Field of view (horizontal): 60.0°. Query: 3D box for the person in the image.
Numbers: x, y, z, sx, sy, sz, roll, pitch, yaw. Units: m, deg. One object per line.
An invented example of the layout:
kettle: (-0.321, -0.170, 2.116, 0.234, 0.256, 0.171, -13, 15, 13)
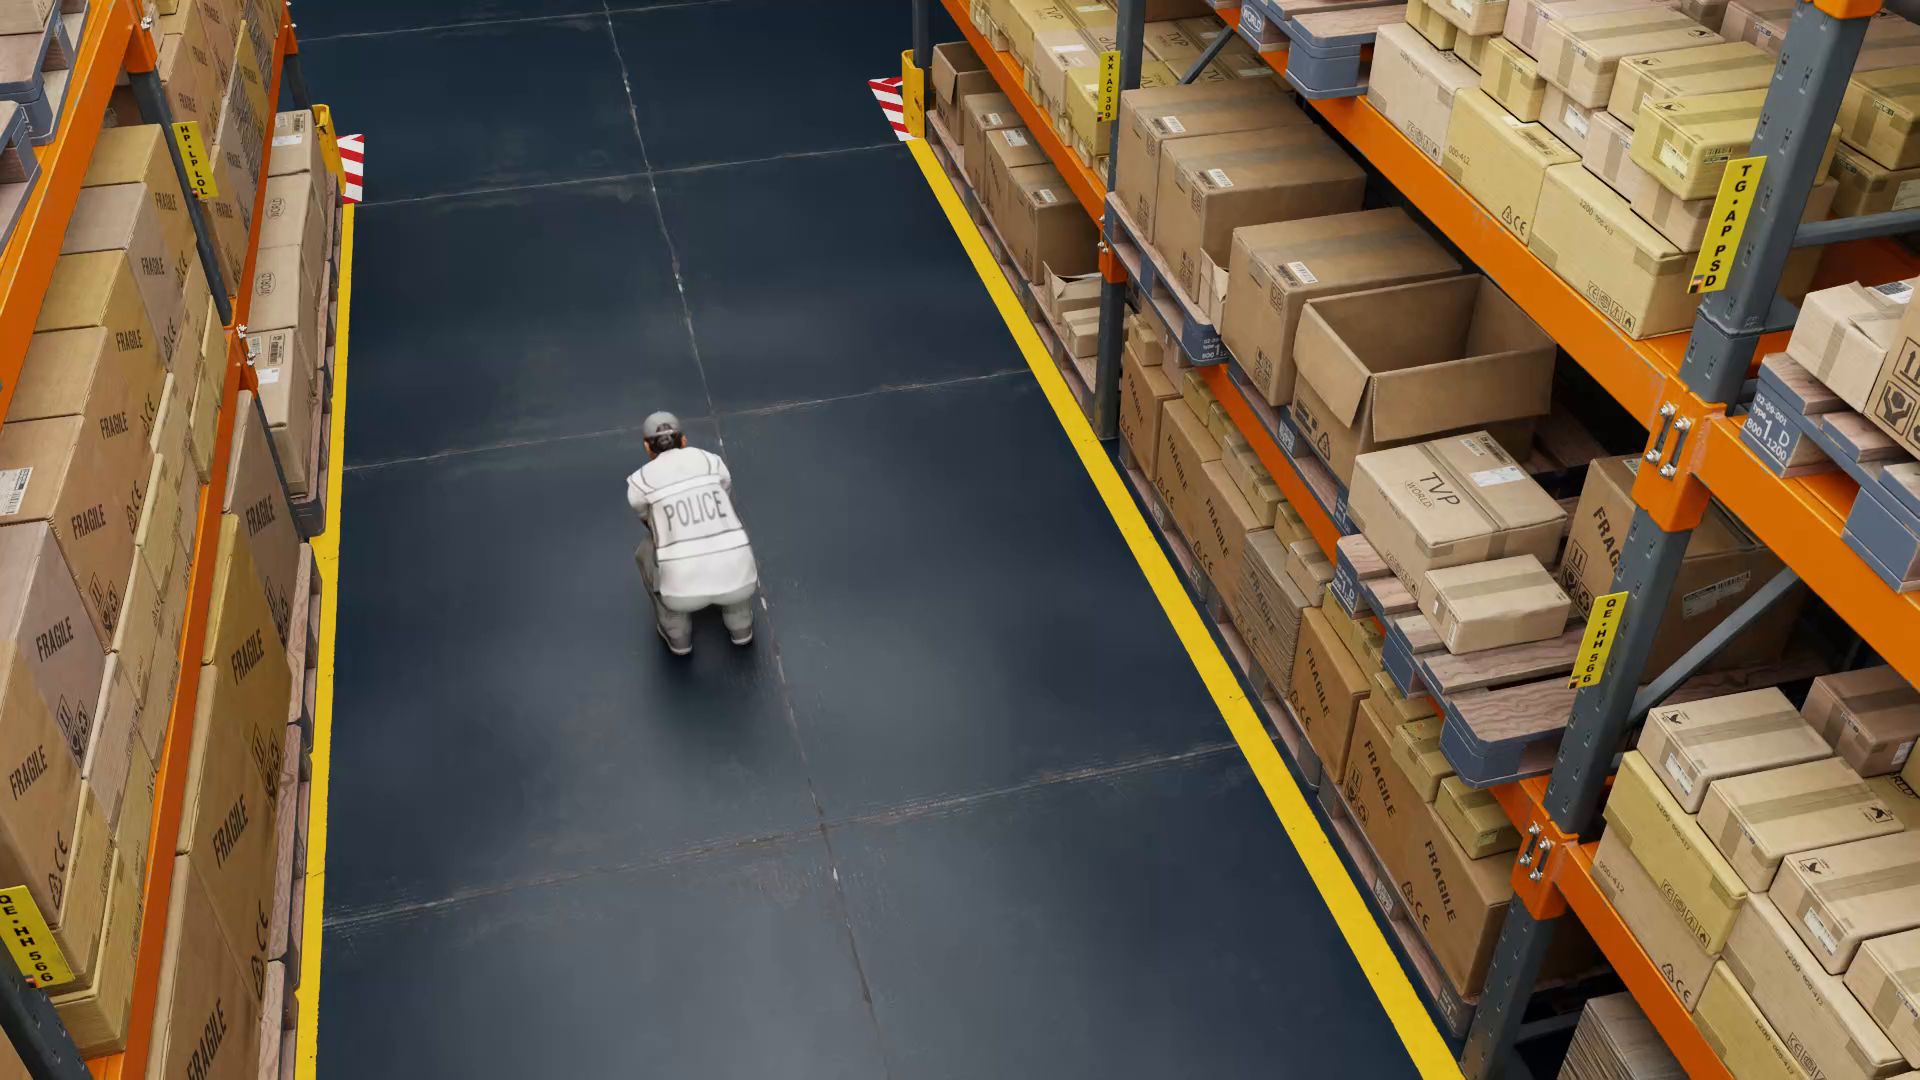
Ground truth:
person: (-1.183, -0.028, 7.338, 0.517, 0.948, 0.874, -10, 40, -13)
